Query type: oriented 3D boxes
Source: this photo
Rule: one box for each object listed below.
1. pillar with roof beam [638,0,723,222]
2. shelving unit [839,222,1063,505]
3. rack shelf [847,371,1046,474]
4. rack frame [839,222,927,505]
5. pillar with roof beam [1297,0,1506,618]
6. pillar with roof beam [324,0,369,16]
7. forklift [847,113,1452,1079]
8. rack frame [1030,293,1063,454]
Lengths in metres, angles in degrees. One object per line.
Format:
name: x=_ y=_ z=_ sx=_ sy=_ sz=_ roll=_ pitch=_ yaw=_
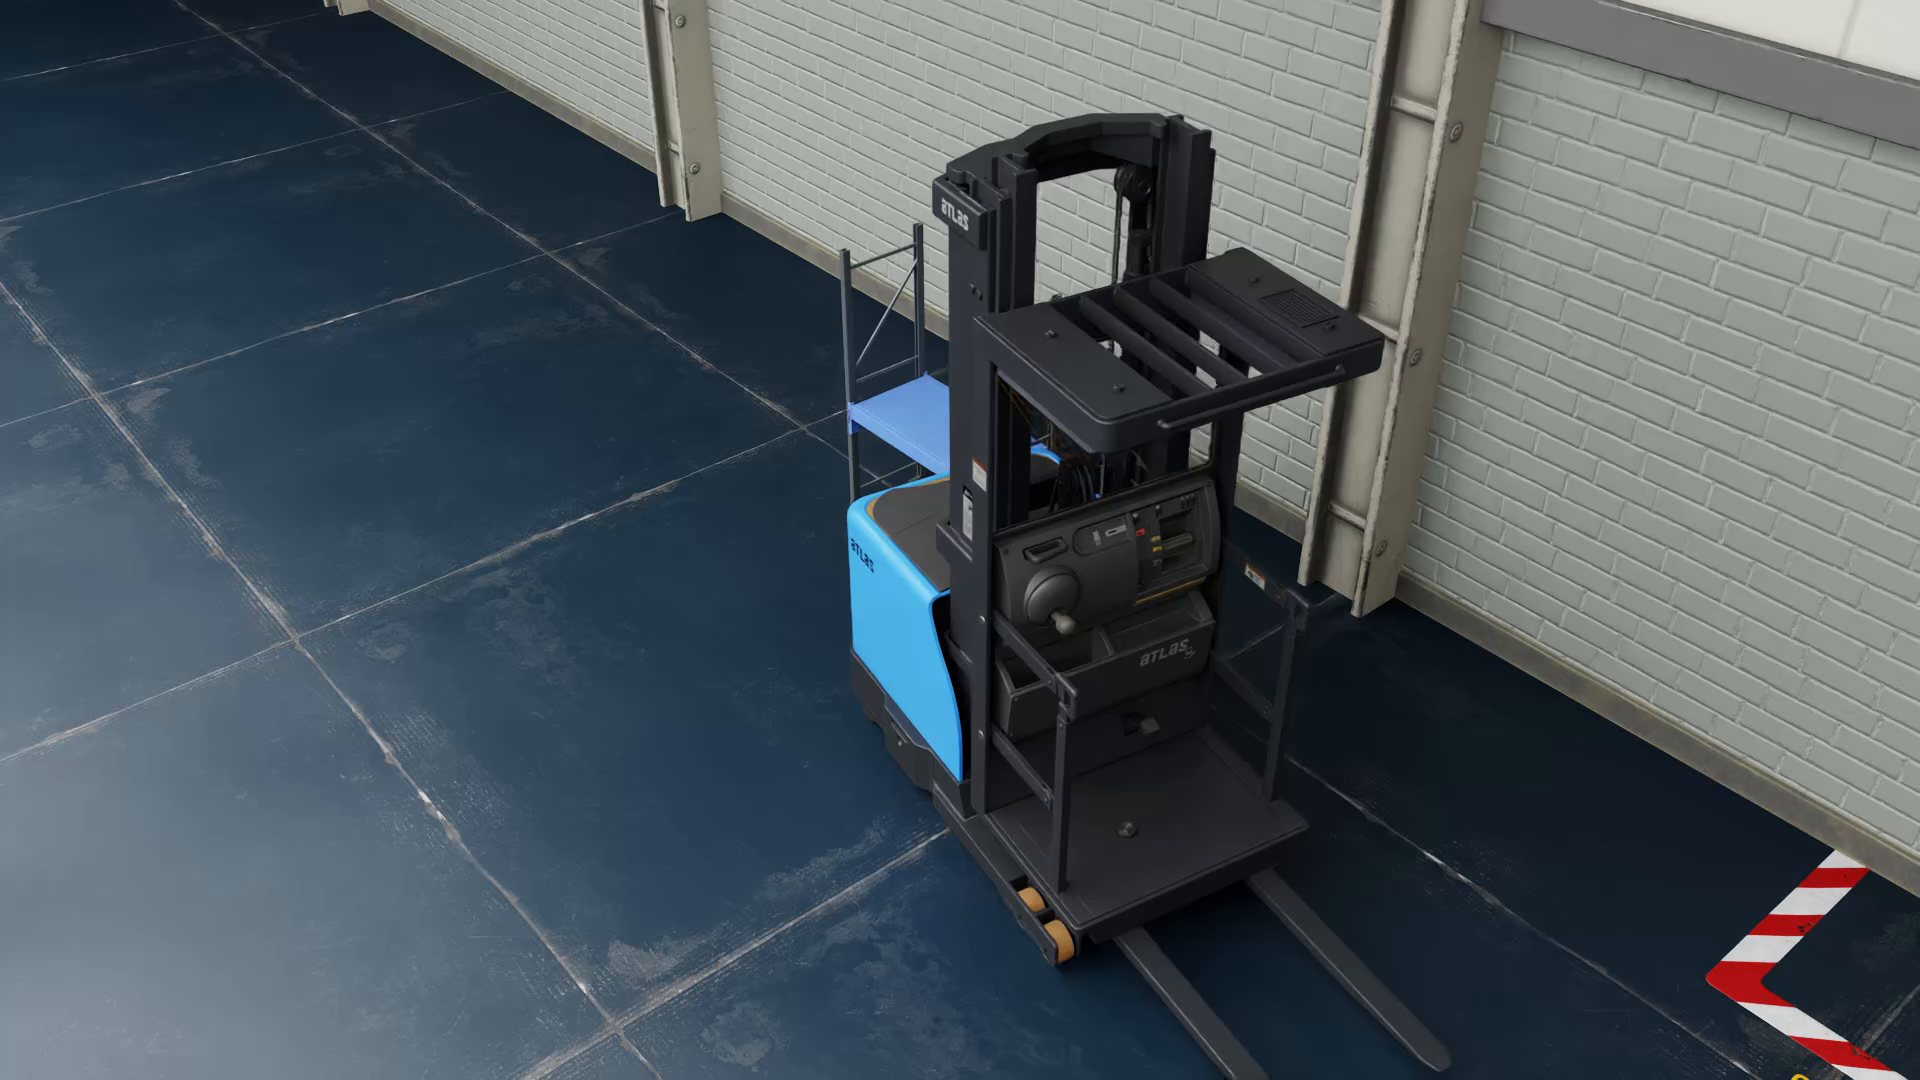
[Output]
pillar with roof beam: x=-5.224 y=-4.478 z=7.188 sx=9.100 sy=9.000 sz=0.400 roll=-26 pitch=43 yaw=-32
shelving unit: x=-0.055 y=-0.650 z=8.271 sx=0.538 sy=1.500 sz=1.048 roll=-26 pitch=43 yaw=-32
rack shelf: x=-0.055 y=-0.503 z=8.375 sx=0.538 sy=0.185 sz=1.000 roll=-26 pitch=43 yaw=-32
rack frame: x=-0.383 y=-0.874 z=8.588 sx=0.500 sy=1.500 sz=0.032 roll=-26 pitch=43 yaw=-32
pillar with roof beam: x=-1.352 y=-1.829 z=3.448 sx=9.100 sy=9.000 sz=0.400 roll=-26 pitch=43 yaw=-32
pillar with roof beam: x=-9.096 y=-7.127 z=10.928 sx=9.100 sy=9.000 sz=0.400 roll=-26 pitch=43 yaw=-32
forklift: x=0.664 y=0.122 z=5.943 sx=1.130 sy=2.935 sz=3.031 roll=-18 pitch=39 yaw=-23
rack frame: x=0.273 y=-0.425 z=7.954 sx=0.500 sy=1.500 sz=0.032 roll=-26 pitch=43 yaw=-32
